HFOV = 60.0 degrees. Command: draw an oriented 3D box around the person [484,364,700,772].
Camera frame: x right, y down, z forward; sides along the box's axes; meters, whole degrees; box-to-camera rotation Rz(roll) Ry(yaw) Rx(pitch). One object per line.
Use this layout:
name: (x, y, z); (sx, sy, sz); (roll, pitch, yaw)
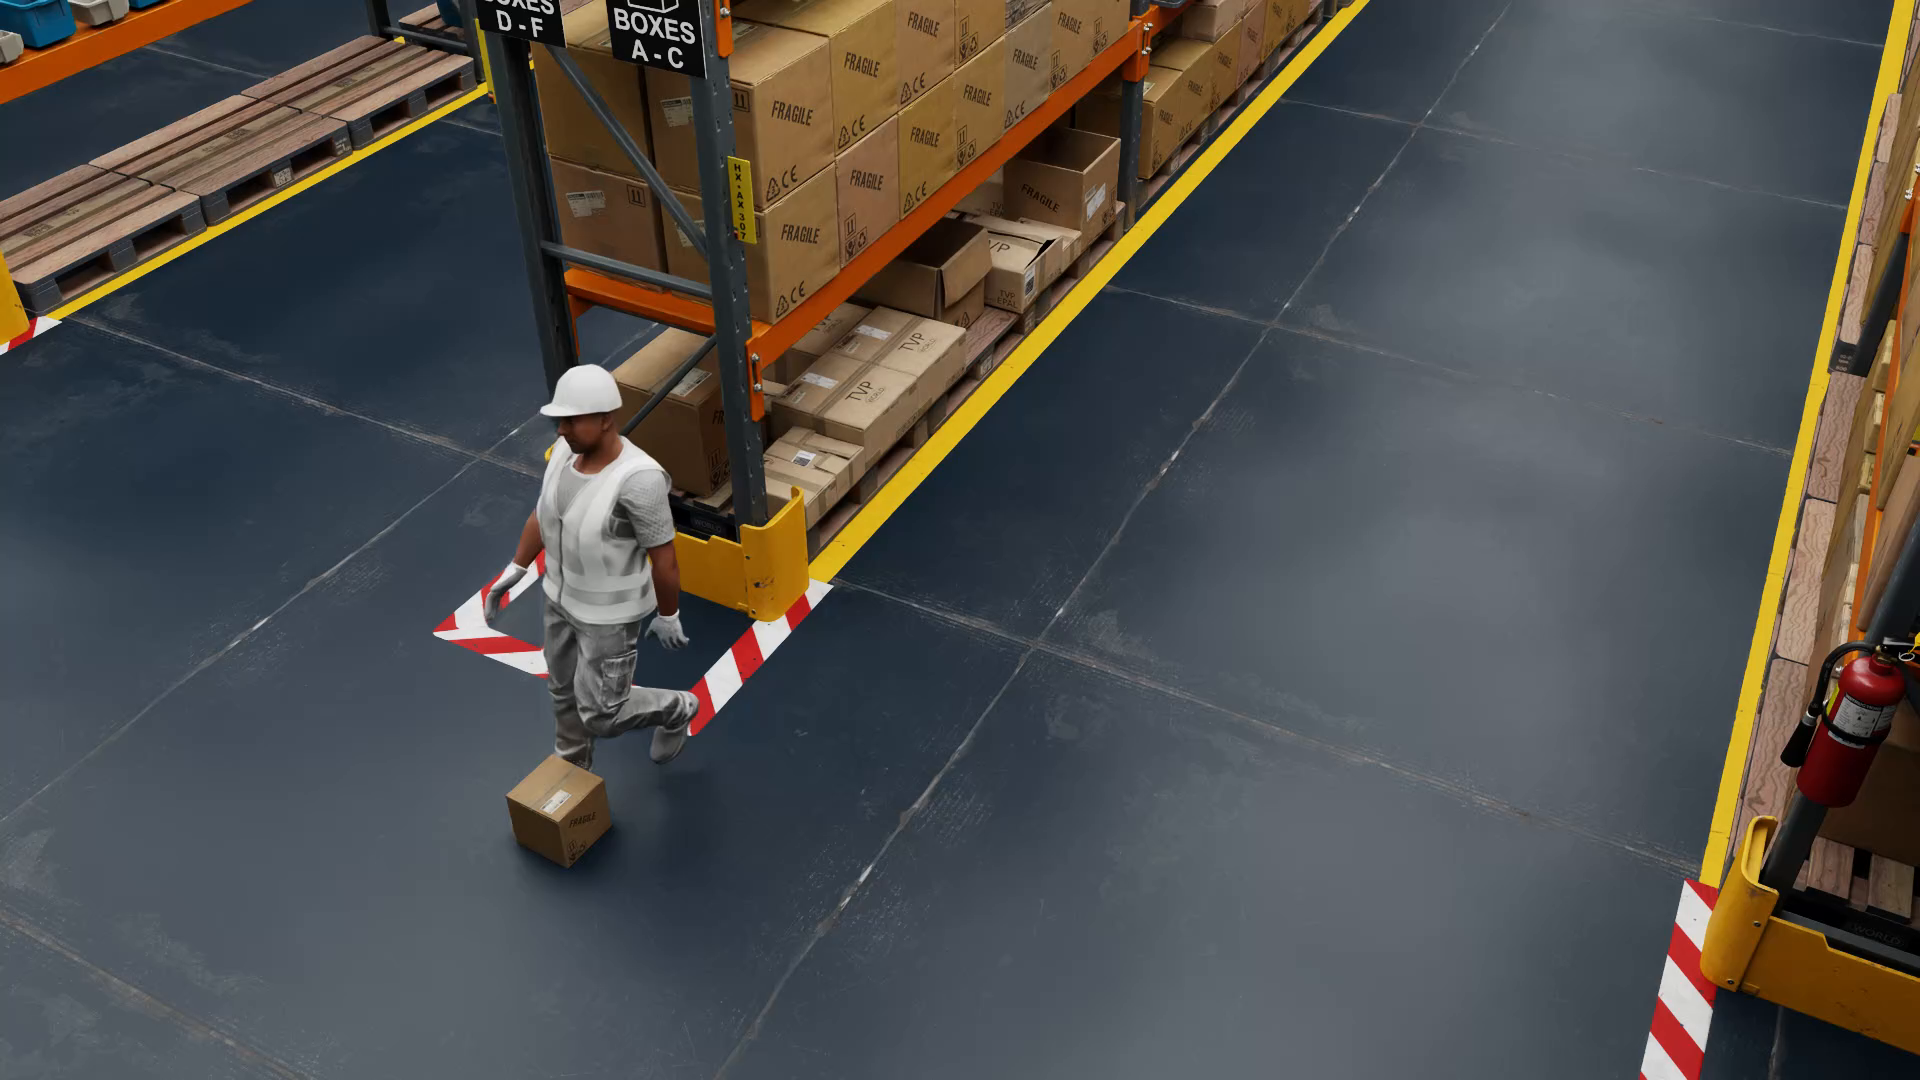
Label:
person: (-1.339, 0.249, 5.822); (0.620, 1.742, 0.771); (31, 47, 34)
